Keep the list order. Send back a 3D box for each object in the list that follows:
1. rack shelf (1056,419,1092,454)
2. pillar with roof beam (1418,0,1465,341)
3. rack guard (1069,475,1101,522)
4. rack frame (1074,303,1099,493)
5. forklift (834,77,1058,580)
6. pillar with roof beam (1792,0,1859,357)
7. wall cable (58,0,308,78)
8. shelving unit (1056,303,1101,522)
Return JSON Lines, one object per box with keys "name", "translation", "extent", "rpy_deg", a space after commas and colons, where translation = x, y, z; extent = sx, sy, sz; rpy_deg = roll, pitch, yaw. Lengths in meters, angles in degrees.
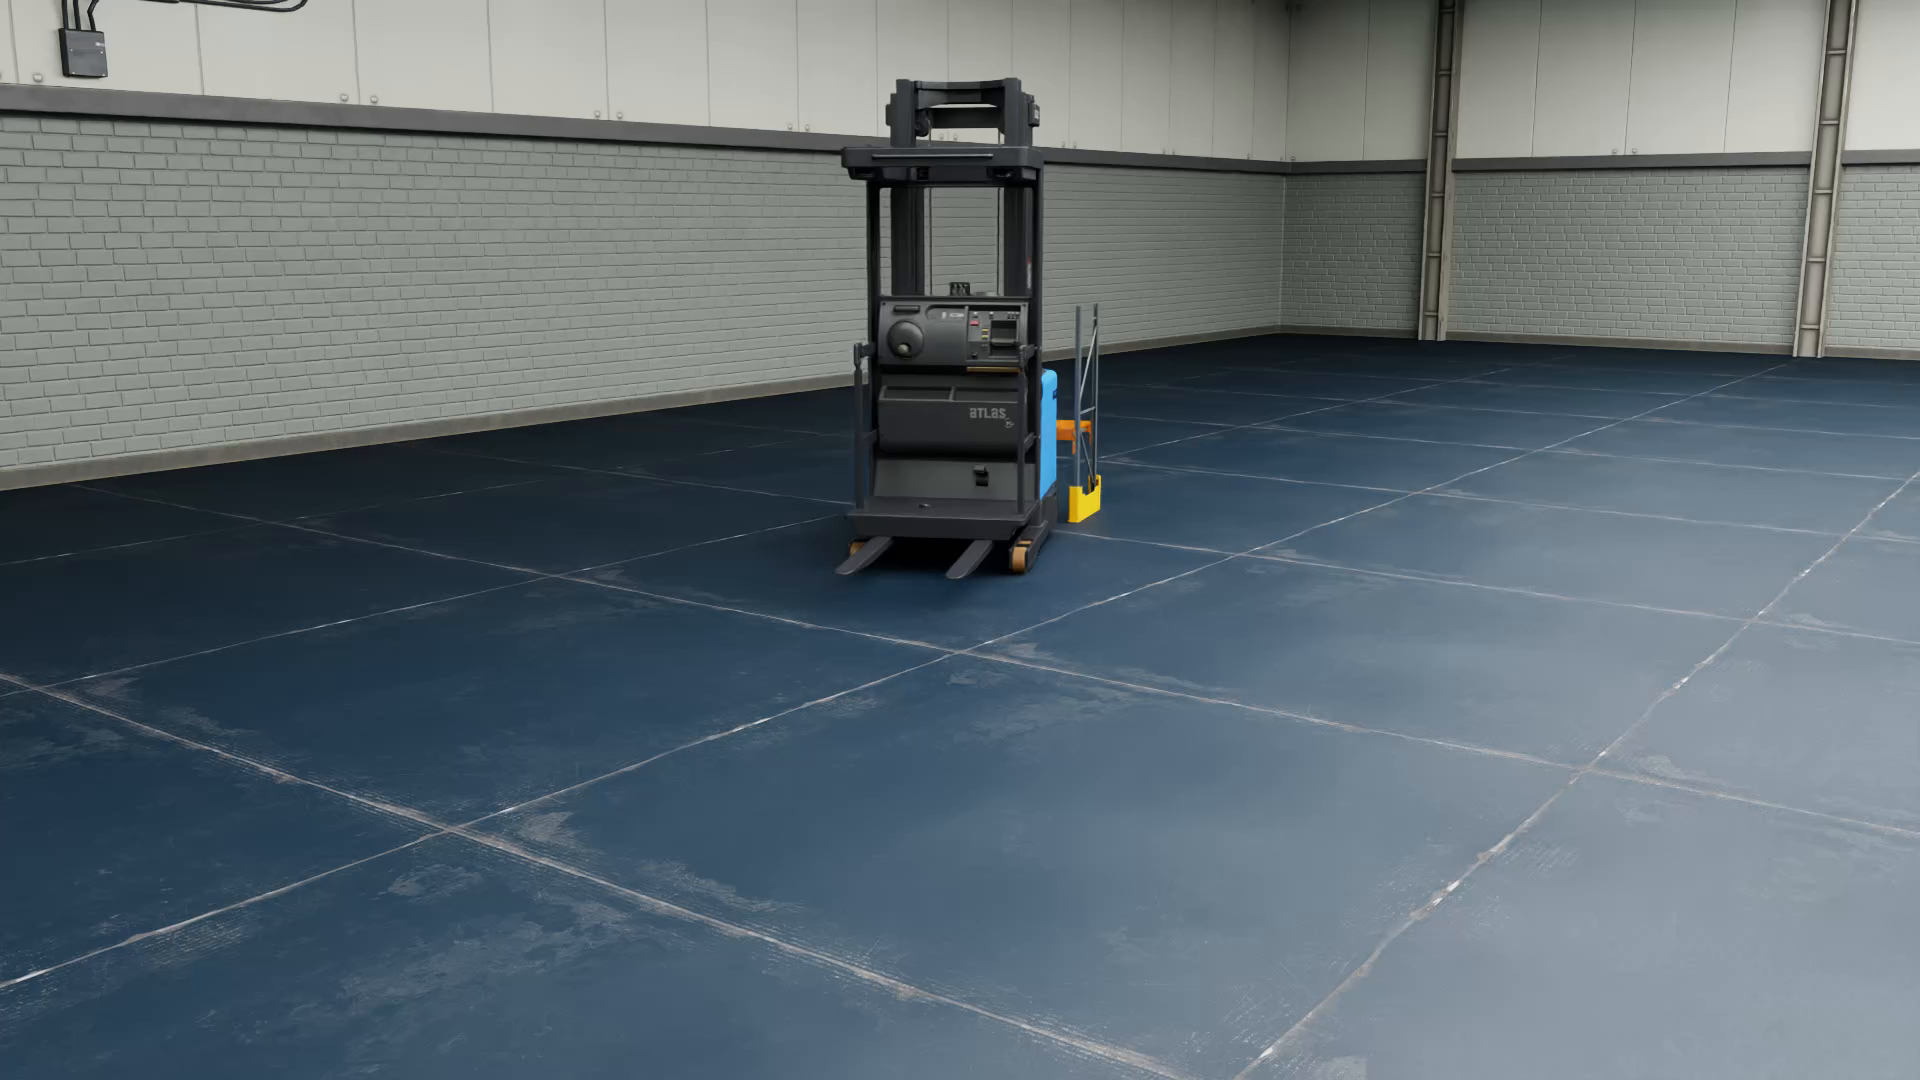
{"name": "rack shelf", "translation": [0.418, -0.770, 12.009], "extent": [1.000, 0.185, 0.538], "rpy_deg": [4, 12, 19]}
{"name": "pillar with roof beam", "translation": [5.743, -7.277, 24.953], "extent": [0.400, 9.000, 9.100], "rpy_deg": [8, 13, 36]}
{"name": "rack guard", "translation": [0.895, -0.301, 11.926], "extent": [0.087, 0.250, 0.587], "rpy_deg": [4, 12, 19]}
{"name": "rack frame", "translation": [0.897, -0.914, 11.807], "extent": [0.032, 1.500, 0.500], "rpy_deg": [4, 12, 19]}
{"name": "forklift", "translation": [-0.078, -1.310, 10.085], "extent": [1.130, 2.935, 3.031], "rpy_deg": [2, 11, 10]}
{"name": "pillar with roof beam", "translation": [10.579, -6.603, 21.467], "extent": [0.400, 9.000, 9.100], "rpy_deg": [8, 13, 36]}
{"name": "wall cable", "translation": [-6.314, -6.769, 13.372], "extent": [0.169, 6.003, 2.305], "rpy_deg": [8, 13, 36]}
{"name": "shelving unit", "translation": [0.427, -0.946, 11.972], "extent": [1.083, 1.500, 0.587], "rpy_deg": [4, 12, 19]}
